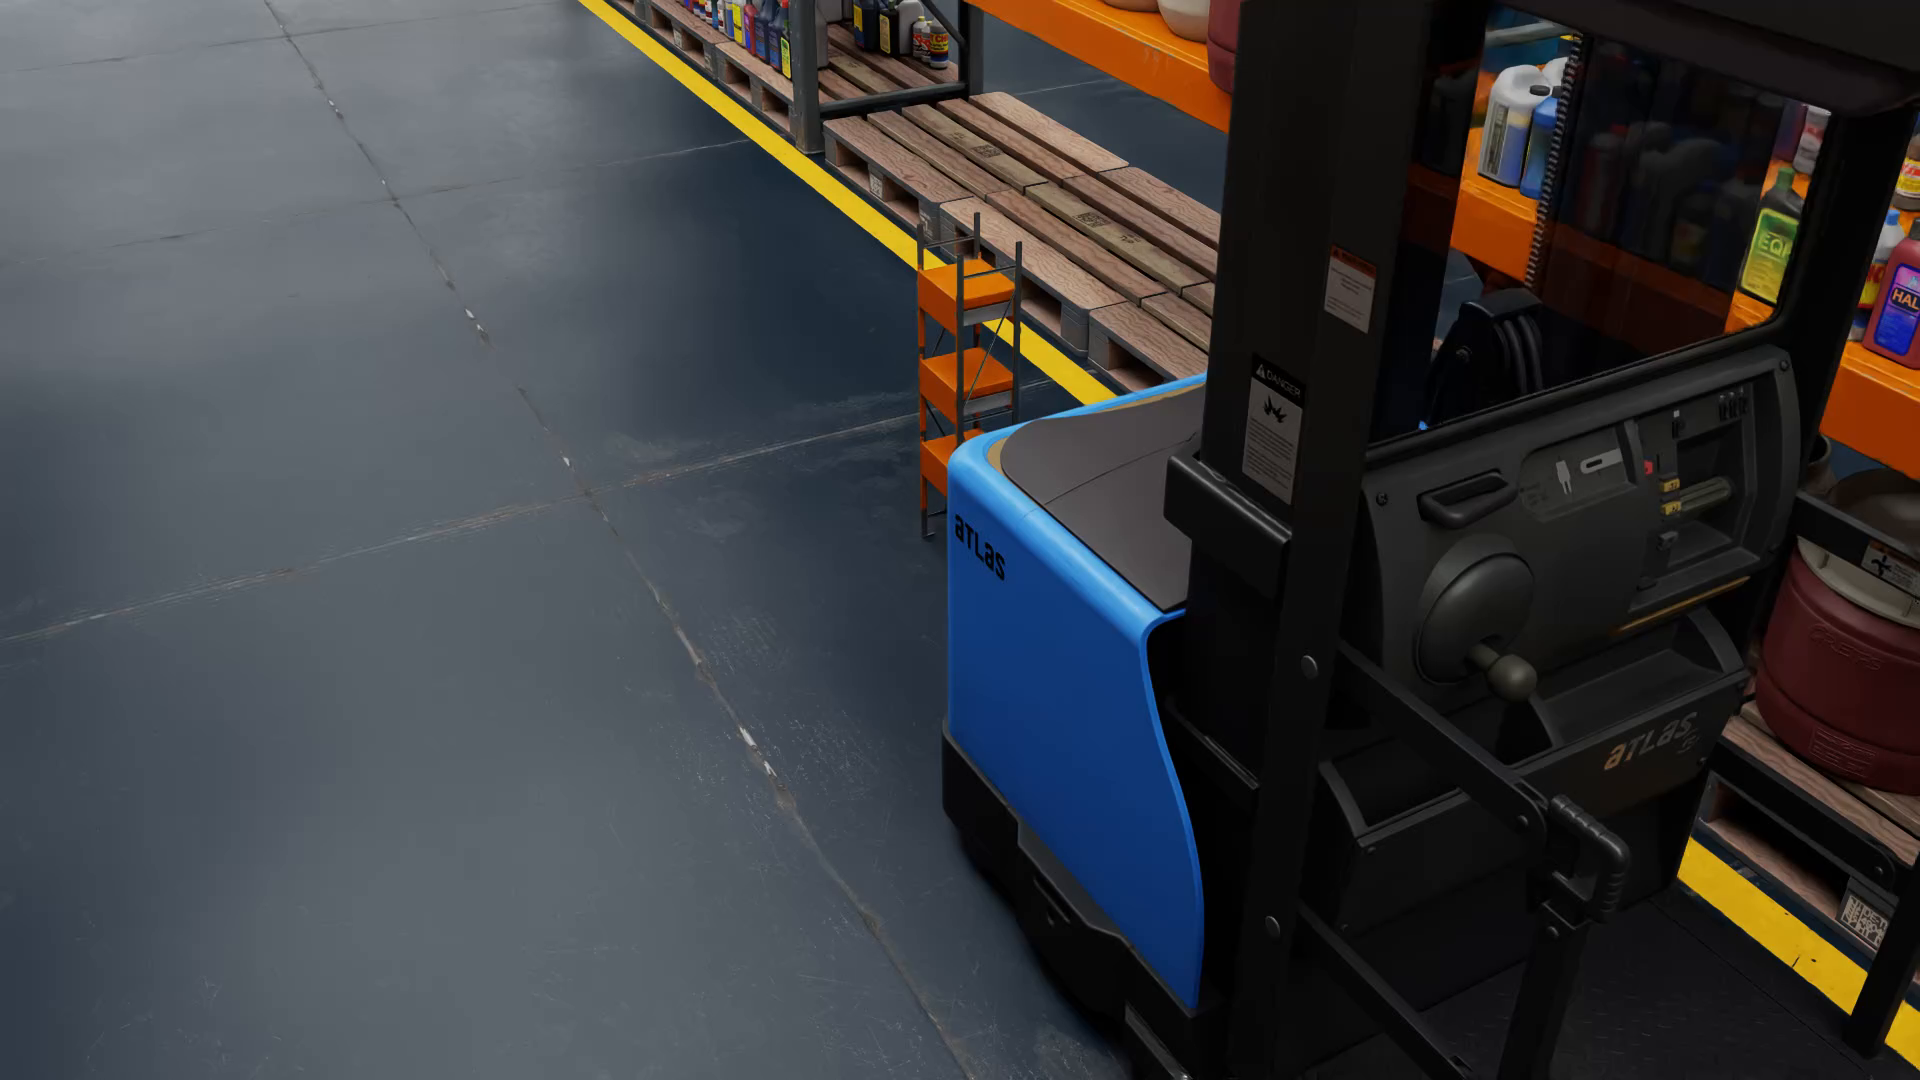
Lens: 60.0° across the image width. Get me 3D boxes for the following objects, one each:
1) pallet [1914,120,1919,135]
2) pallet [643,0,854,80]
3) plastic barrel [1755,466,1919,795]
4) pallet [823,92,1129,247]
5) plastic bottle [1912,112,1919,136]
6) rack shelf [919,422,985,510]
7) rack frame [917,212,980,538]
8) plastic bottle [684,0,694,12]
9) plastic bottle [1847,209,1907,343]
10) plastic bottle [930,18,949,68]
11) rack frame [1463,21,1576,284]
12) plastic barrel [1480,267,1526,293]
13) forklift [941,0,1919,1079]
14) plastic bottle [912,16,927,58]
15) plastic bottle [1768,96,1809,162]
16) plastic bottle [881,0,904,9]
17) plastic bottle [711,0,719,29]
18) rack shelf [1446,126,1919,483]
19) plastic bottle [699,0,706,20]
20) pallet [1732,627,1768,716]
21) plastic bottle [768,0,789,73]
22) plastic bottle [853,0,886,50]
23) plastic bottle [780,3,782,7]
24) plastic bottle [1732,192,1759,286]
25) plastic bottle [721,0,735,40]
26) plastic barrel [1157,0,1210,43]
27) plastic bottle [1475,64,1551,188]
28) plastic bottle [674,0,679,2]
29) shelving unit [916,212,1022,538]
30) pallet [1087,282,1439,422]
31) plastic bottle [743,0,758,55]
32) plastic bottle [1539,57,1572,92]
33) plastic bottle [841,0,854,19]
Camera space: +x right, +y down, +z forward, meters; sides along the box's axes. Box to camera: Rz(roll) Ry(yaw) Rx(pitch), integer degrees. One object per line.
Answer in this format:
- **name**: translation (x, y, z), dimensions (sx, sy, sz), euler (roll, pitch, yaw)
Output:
- **pallet**: translation (4.987, -2.453, 8.883), dimensions (1.003, 0.211, 1.213), euler (-16, 36, -23)
- **pallet**: translation (-1.197, -3.048, 9.811), dimensions (1.003, 0.211, 1.213), euler (-16, 36, -23)
- **plastic barrel**: translation (2.287, 0.208, 3.991), dimensions (0.600, 0.588, 0.708), euler (-16, 36, -23)
- **pallet**: translation (0.053, -1.769, 7.815), dimensions (1.003, 0.211, 1.213), euler (-16, 36, -23)
- **plastic bottle**: translation (2.319, -0.996, 4.144), dimensions (0.097, 0.271, 0.097), euler (0, 33, 0)
- **rack shelf**: translation (0.025, -0.174, 5.083), dimensions (0.215, 0.259, 0.240), euler (-16, 36, -23)
- **rack frame**: translation (-0.032, -0.475, 5.018), dimensions (0.200, 1.050, 0.008), euler (-16, 36, -23)
- **plastic bottle**: translation (-1.554, -3.202, 9.577), dimensions (0.061, 0.283, 0.133), euler (-15, 36, -22)
- **plastic bottle**: translation (1.894, -0.554, 3.453), dimensions (0.097, 0.271, 0.097), euler (0, 33, 0)
- **plastic bottle**: translation (-0.108, -2.607, 8.659), dimensions (0.097, 0.271, 0.097), euler (0, 33, 0)
- **rack frame**: translation (1.517, -1.399, 4.653), dimensions (1.000, 3.000, 0.127), euler (-16, 36, -23)
- **plastic barrel**: translation (1.760, -0.433, 4.767), dimensions (0.600, 0.830, 0.708), euler (-16, 36, -23)
- **forklift**: translation (1.117, 0.023, 2.497), dimensions (1.130, 2.935, 3.031), euler (-17, 36, -24)
- **plastic bottle**: translation (-0.203, -2.674, 8.830), dimensions (0.097, 0.201, 0.097), euler (0, 33, 0)
- **plastic bottle**: translation (2.191, -1.154, 4.379), dimensions (0.061, 0.283, 0.133), euler (-16, 36, -23)
- **plastic bottle**: translation (-0.357, -2.867, 8.993), dimensions (0.144, 0.351, 0.185), euler (-15, 36, -22)
- **plastic bottle**: translation (-1.342, -3.002, 9.276), dimensions (0.097, 0.271, 0.097), euler (0, 33, 0)
- **rack shelf**: translation (2.450, -0.142, 3.357), dimensions (1.077, 0.370, 4.000), euler (-16, 36, -23)
- **plastic bottle**: translation (-1.437, -3.098, 9.427), dimensions (0.097, 0.271, 0.097), euler (0, 33, 0)
- **pallet**: translation (1.922, 0.141, 4.834), dimensions (1.003, 0.211, 1.213), euler (-16, 36, -23)
- **plastic bottle**: translation (-0.903, -2.613, 8.595), dimensions (0.144, 0.351, 0.185), euler (-17, 36, -24)
- **plastic bottle**: translation (-0.484, -2.831, 8.936), dimensions (0.144, 0.351, 0.185), euler (-16, 36, -23)
- **plastic bottle**: translation (-0.873, -2.722, 8.835), dimensions (0.152, 0.276, 0.135), euler (-16, 36, -23)
- **plastic bottle**: translation (1.741, -0.681, 3.716), dimensions (0.097, 0.201, 0.097), euler (0, 33, 0)
- **plastic bottle**: translation (-1.215, -2.905, 9.121), dimensions (0.152, 0.276, 0.135), euler (-15, 36, -22)
- **plastic barrel**: translation (0.849, -1.883, 5.305), dimensions (0.421, 0.512, 0.421), euler (0, 33, 0)
- **plastic bottle**: translation (1.433, -1.059, 4.237), dimensions (0.152, 0.276, 0.135), euler (-16, 36, -23)
- **plastic bottle**: translation (-1.643, -3.310, 9.757), dimensions (0.097, 0.271, 0.097), euler (0, 33, 0)
- **shelving unit**: translation (0.025, -0.417, 4.927), dimensions (0.215, 1.050, 0.252), euler (-16, 36, -23)
- **pallet**: translation (1.190, -0.604, 5.997), dimensions (1.003, 0.211, 1.213), euler (-16, 36, -23)
- **plastic bottle**: translation (-1.105, -2.743, 8.861), dimensions (0.061, 0.283, 0.133), euler (-13, 35, -20)
- **plastic bottle**: translation (1.568, -1.097, 4.297), dimensions (0.152, 0.276, 0.135), euler (-16, 36, -23)
- **plastic bottle**: translation (-0.643, -3.160, 9.450), dimensions (0.144, 0.351, 0.185), euler (-16, 36, -23)
